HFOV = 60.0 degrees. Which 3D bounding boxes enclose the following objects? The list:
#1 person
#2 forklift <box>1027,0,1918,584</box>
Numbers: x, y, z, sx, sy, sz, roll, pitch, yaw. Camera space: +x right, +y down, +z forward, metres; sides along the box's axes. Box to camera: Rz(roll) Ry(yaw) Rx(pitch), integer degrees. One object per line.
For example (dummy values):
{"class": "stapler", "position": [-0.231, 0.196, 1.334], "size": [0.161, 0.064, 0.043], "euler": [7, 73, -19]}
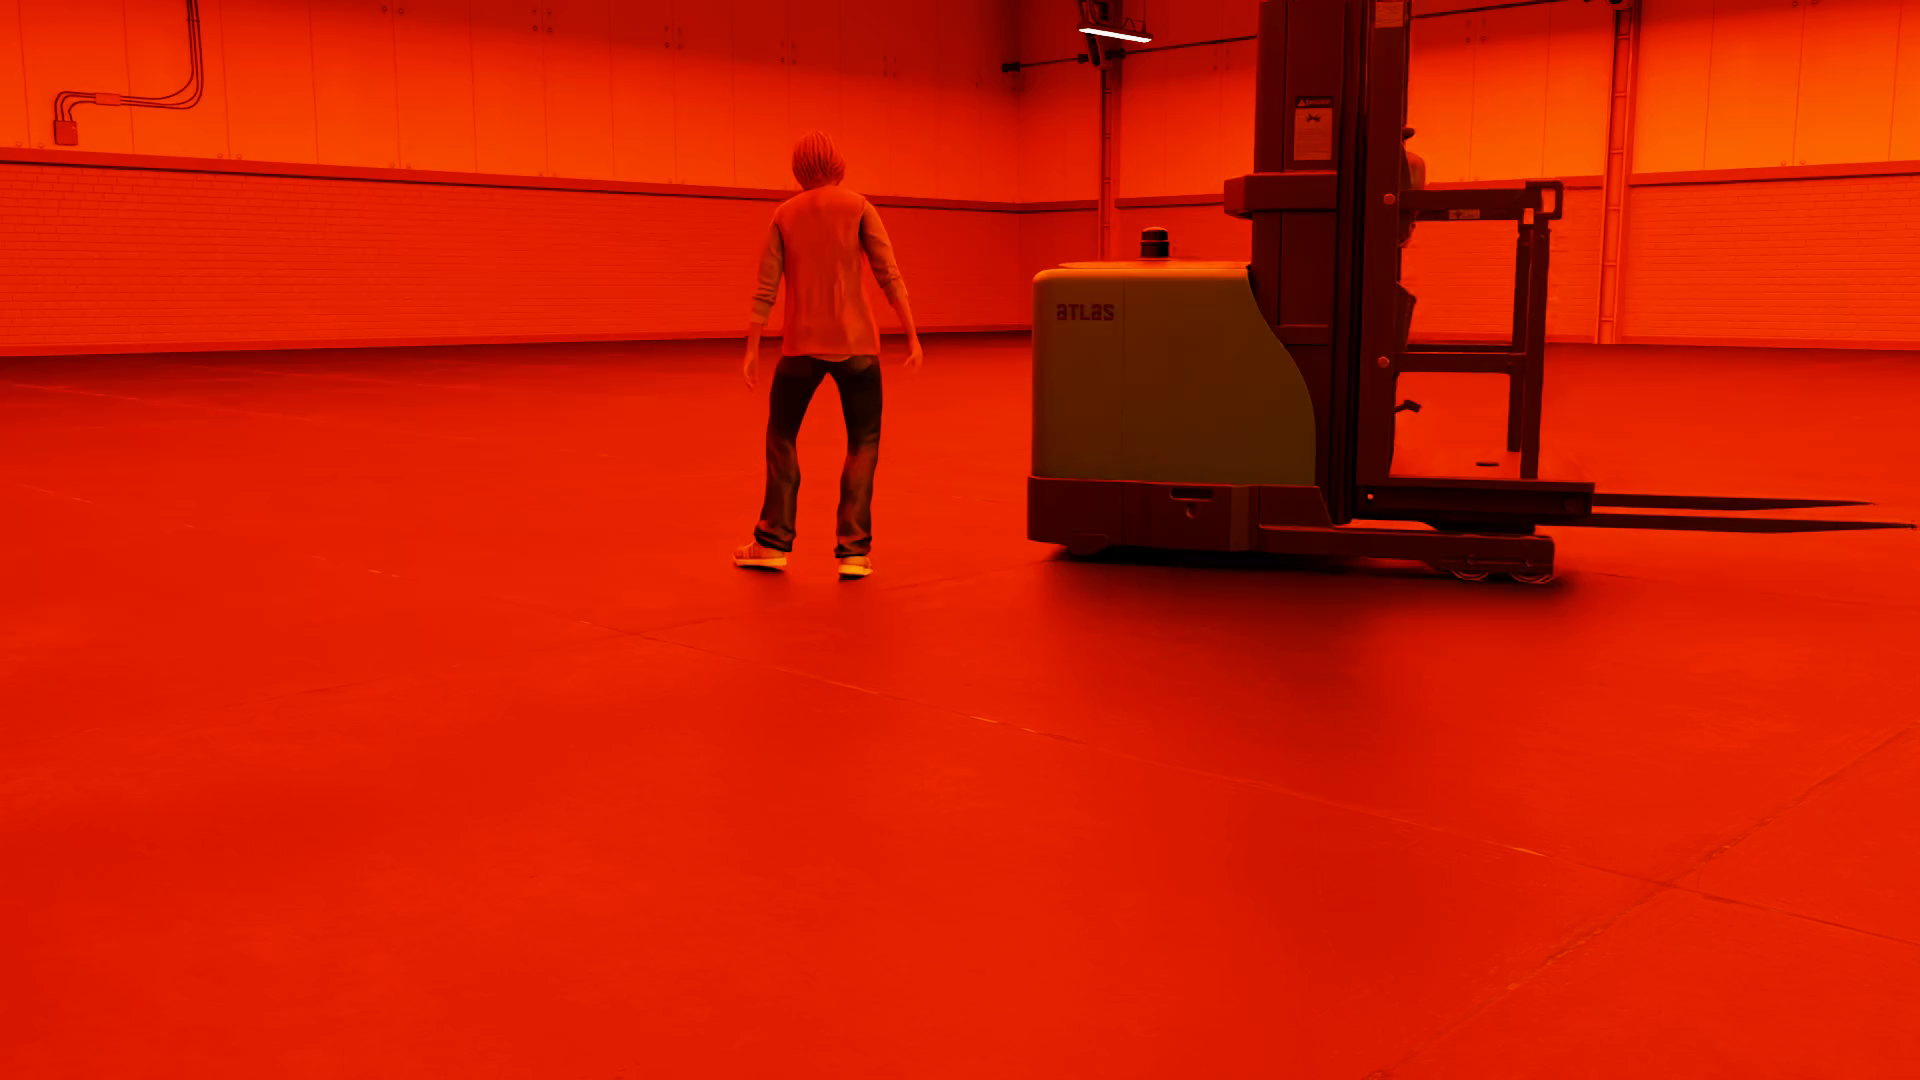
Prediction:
{"class": "person", "position": [-0.486, -0.649, 5.878], "size": [0.740, 1.570, 0.401], "euler": [1, 9, 10]}
{"class": "forklift", "position": [1.828, -1.386, 6.081], "size": [3.031, 2.935, 1.130], "euler": [2, 9, 15]}
